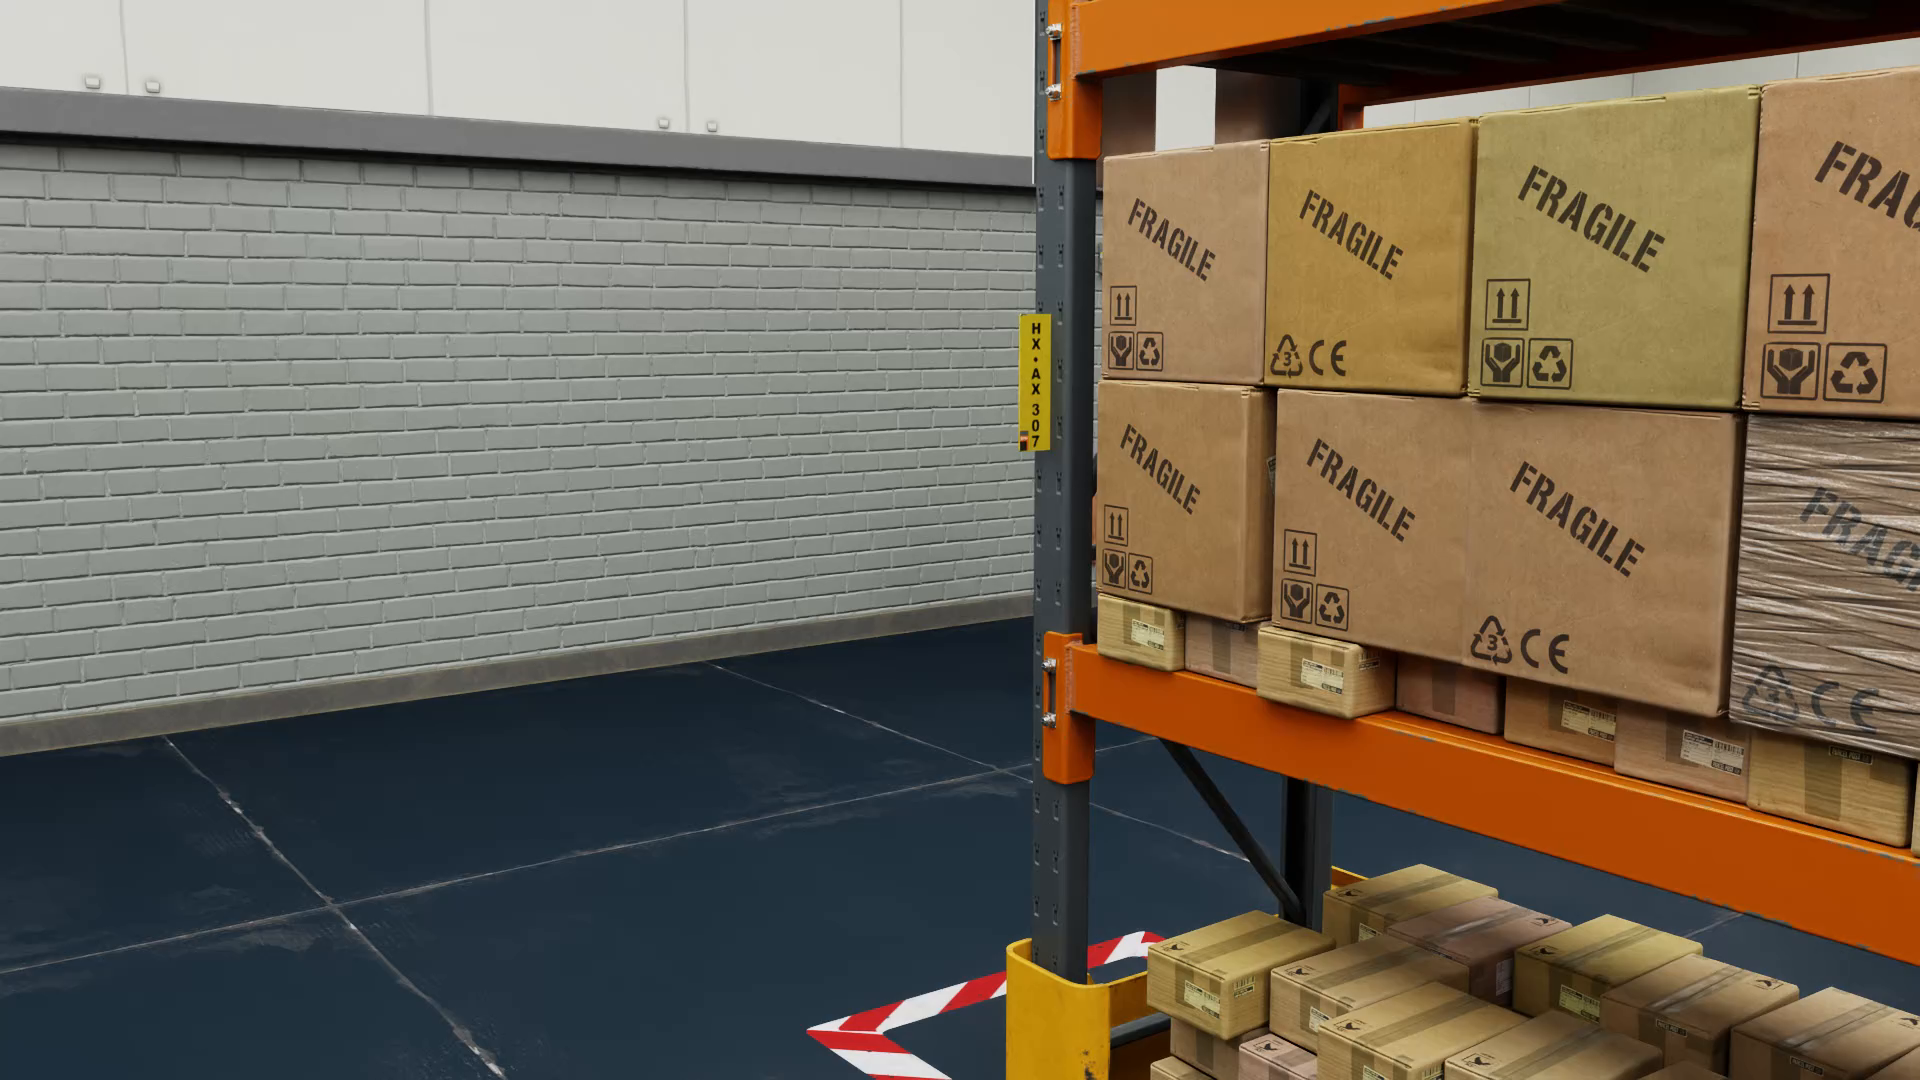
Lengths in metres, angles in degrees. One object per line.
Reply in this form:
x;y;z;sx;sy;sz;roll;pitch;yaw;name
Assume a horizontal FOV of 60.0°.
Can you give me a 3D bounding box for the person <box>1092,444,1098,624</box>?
0.970;-0.033;9.547;0.604;1.626;0.844;-7;10;-41;person
